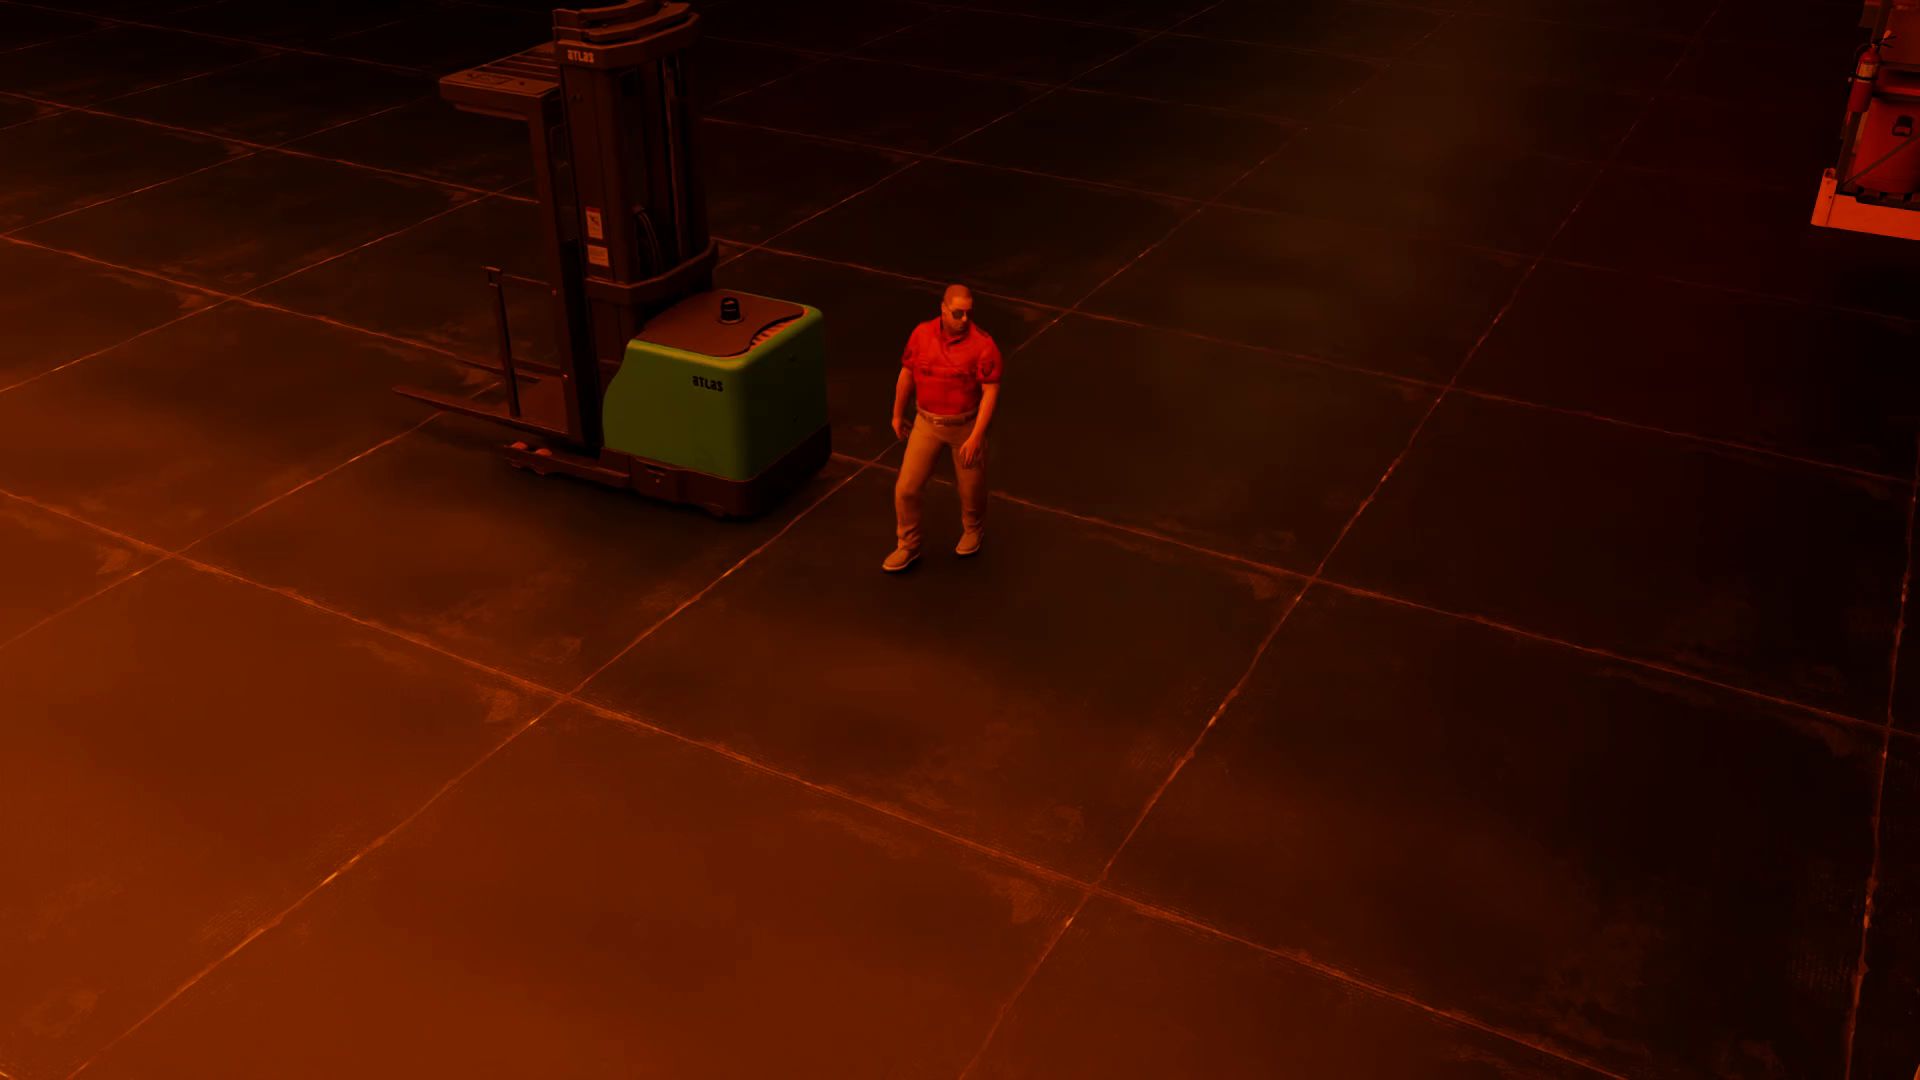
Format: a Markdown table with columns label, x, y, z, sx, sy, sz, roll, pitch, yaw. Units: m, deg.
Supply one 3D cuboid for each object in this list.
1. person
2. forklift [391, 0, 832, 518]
| label | x | y | z | sx | sy | sz | roll | pitch | yaw |
| --- | --- | --- | --- | --- | --- | --- | --- | --- | --- |
| person | -0.094 | -0.634 | 9.428 | 0.667 | 1.681 | 0.663 | 7 | 31 | 12 |
| forklift | -2.387 | -1.911 | 10.382 | 3.031 | 2.935 | 1.130 | 14 | 33 | 23 |
